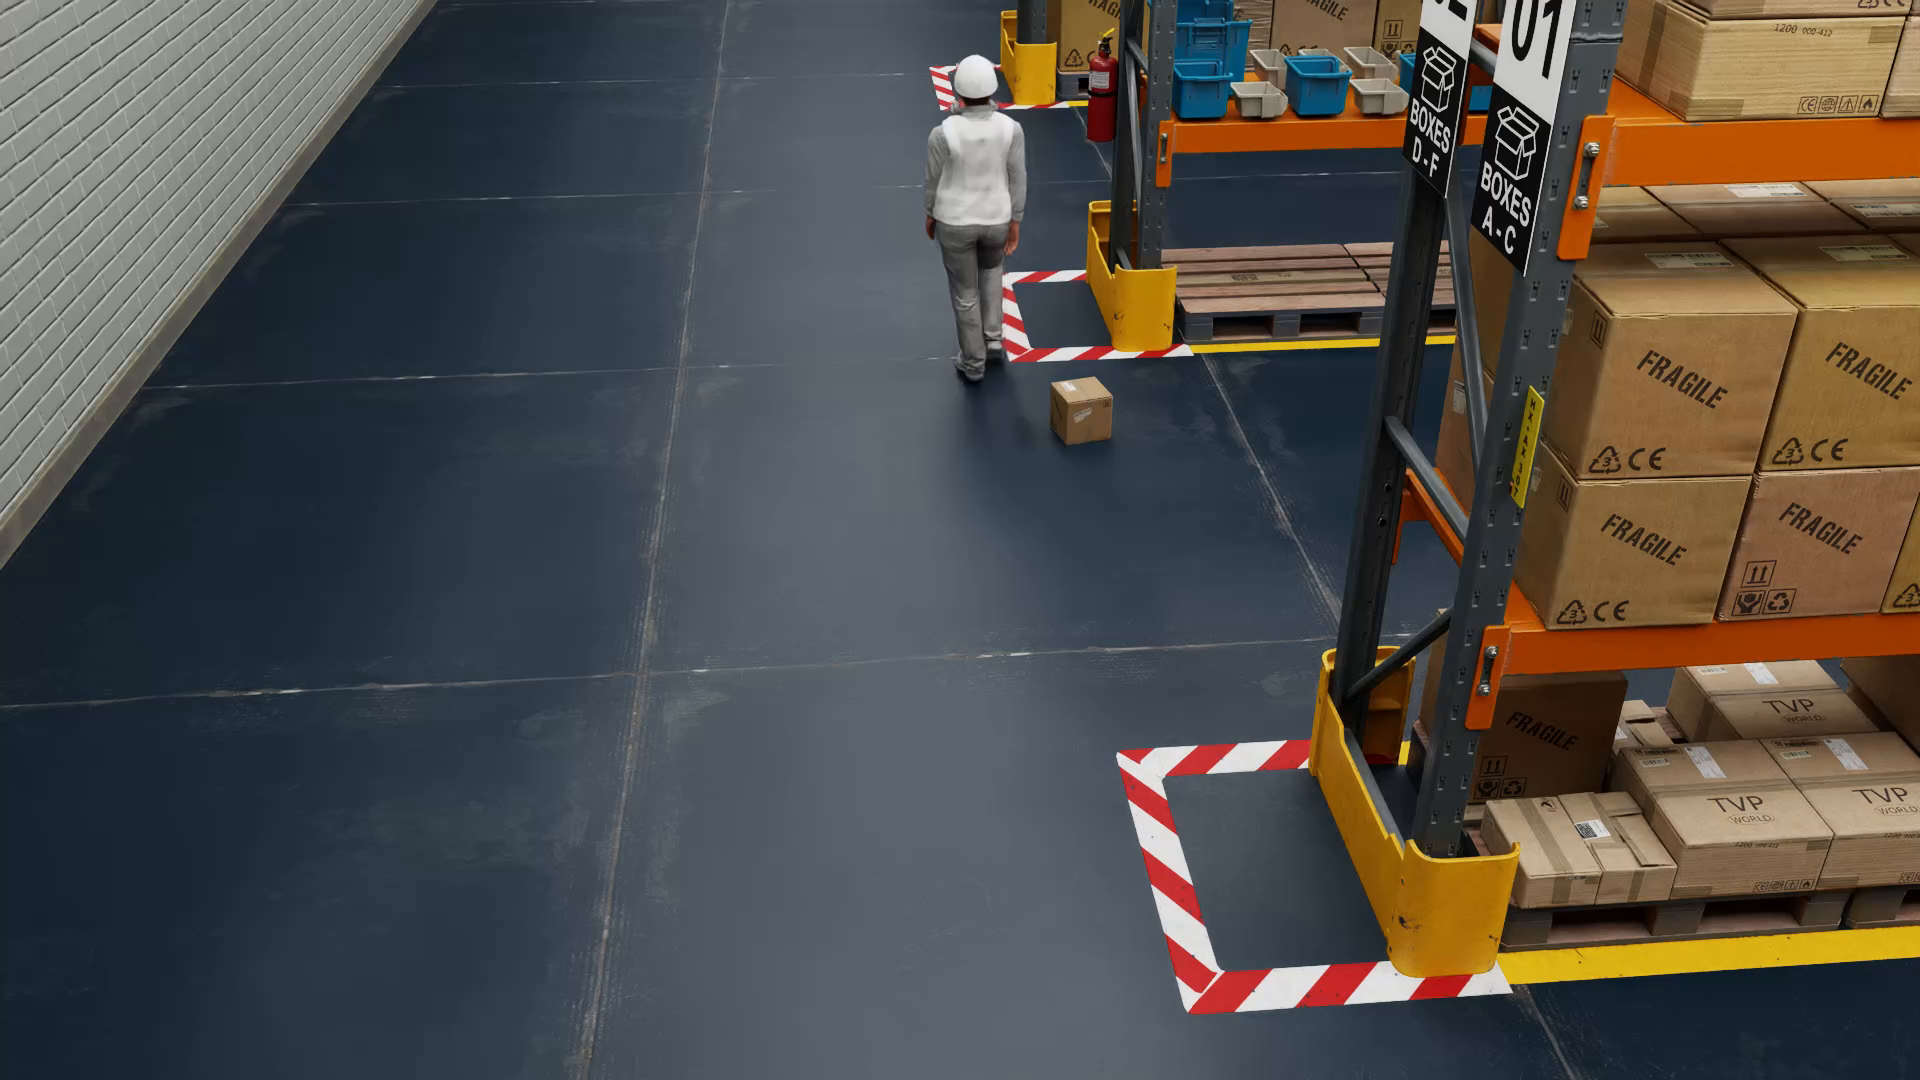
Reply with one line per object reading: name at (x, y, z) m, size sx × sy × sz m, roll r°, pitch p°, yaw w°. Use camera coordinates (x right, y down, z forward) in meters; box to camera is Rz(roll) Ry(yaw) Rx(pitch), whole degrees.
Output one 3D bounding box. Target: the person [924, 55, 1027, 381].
person at (0.060, -1.729, 9.003) m, size 0.535 × 1.819 × 0.508 m, roll -8°, pitch 32°, yaw -13°
